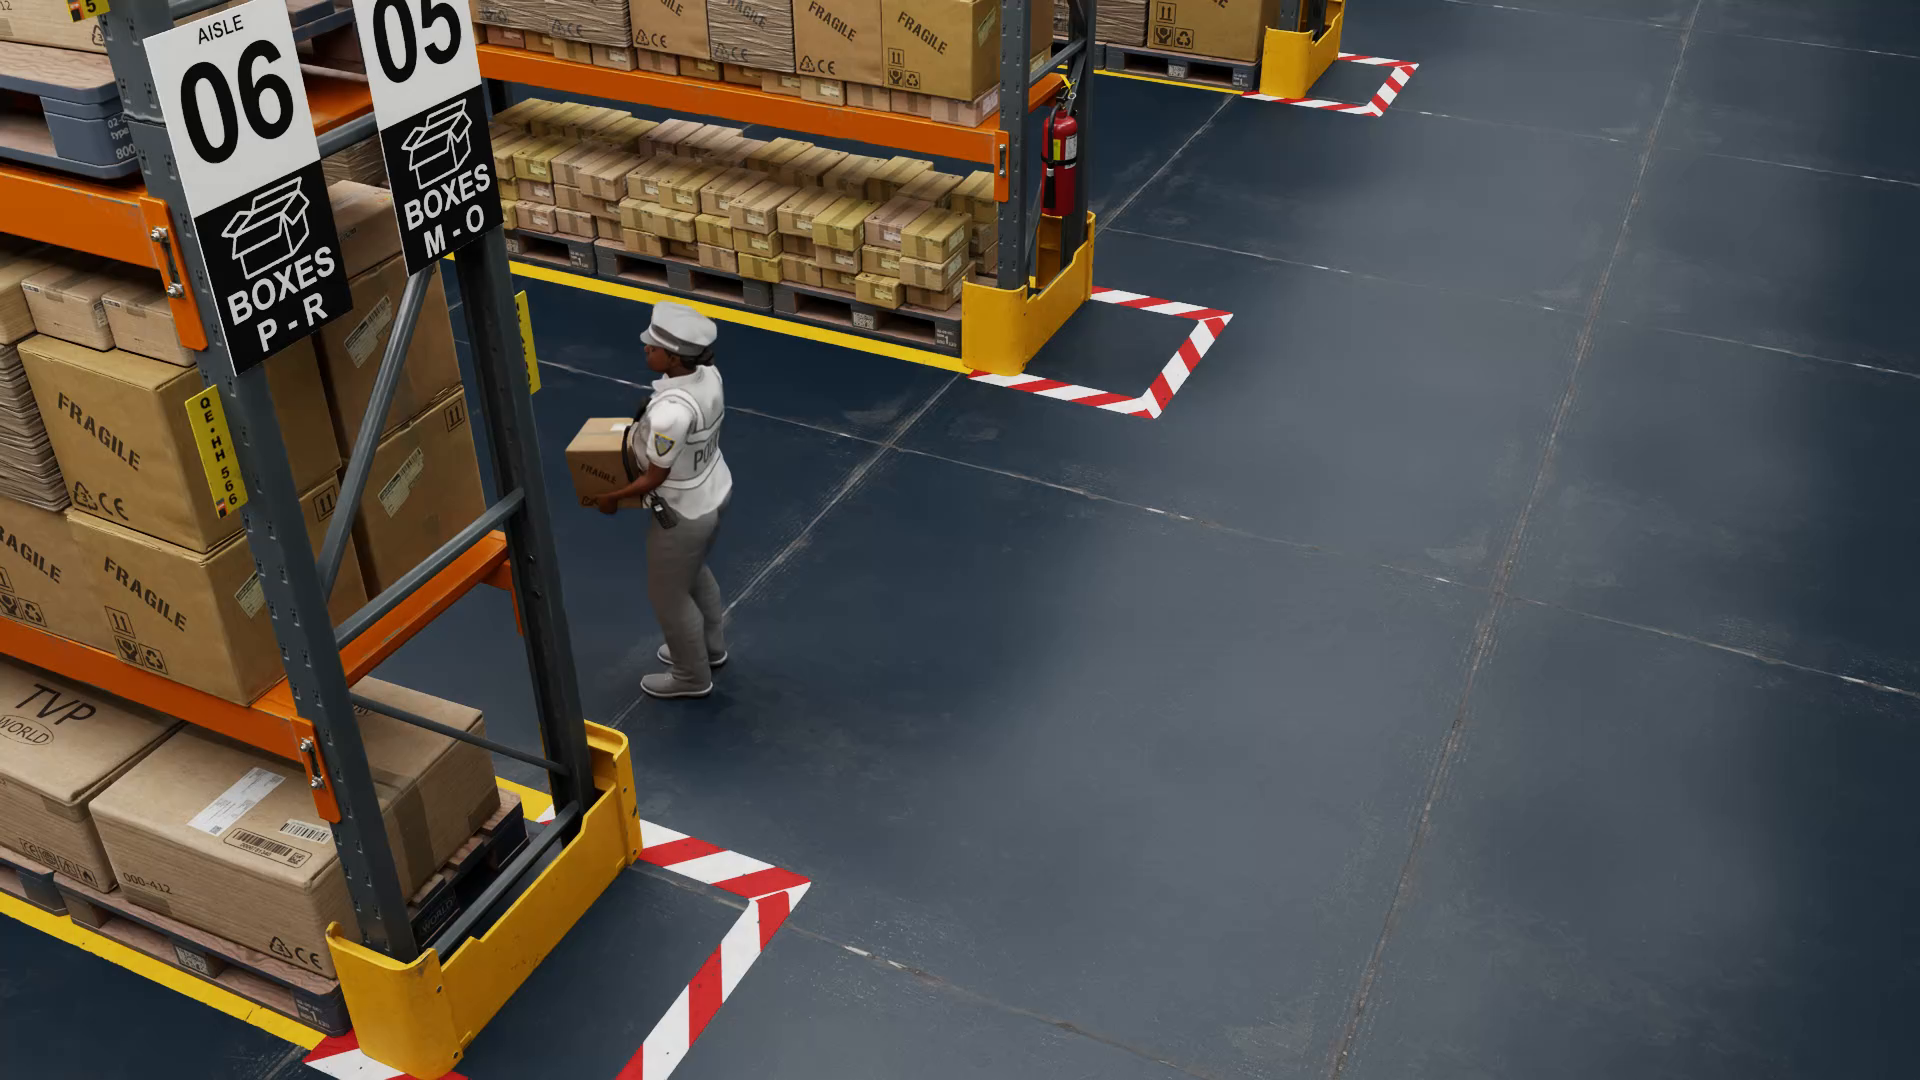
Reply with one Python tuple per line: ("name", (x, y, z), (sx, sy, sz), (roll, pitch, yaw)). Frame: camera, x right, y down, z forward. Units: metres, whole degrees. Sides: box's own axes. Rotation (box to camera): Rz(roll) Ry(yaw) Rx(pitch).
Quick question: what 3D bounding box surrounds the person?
("person", (-1.118, -0.145, 6.338), (0.522, 1.689, 0.451), (6, 34, 9))
